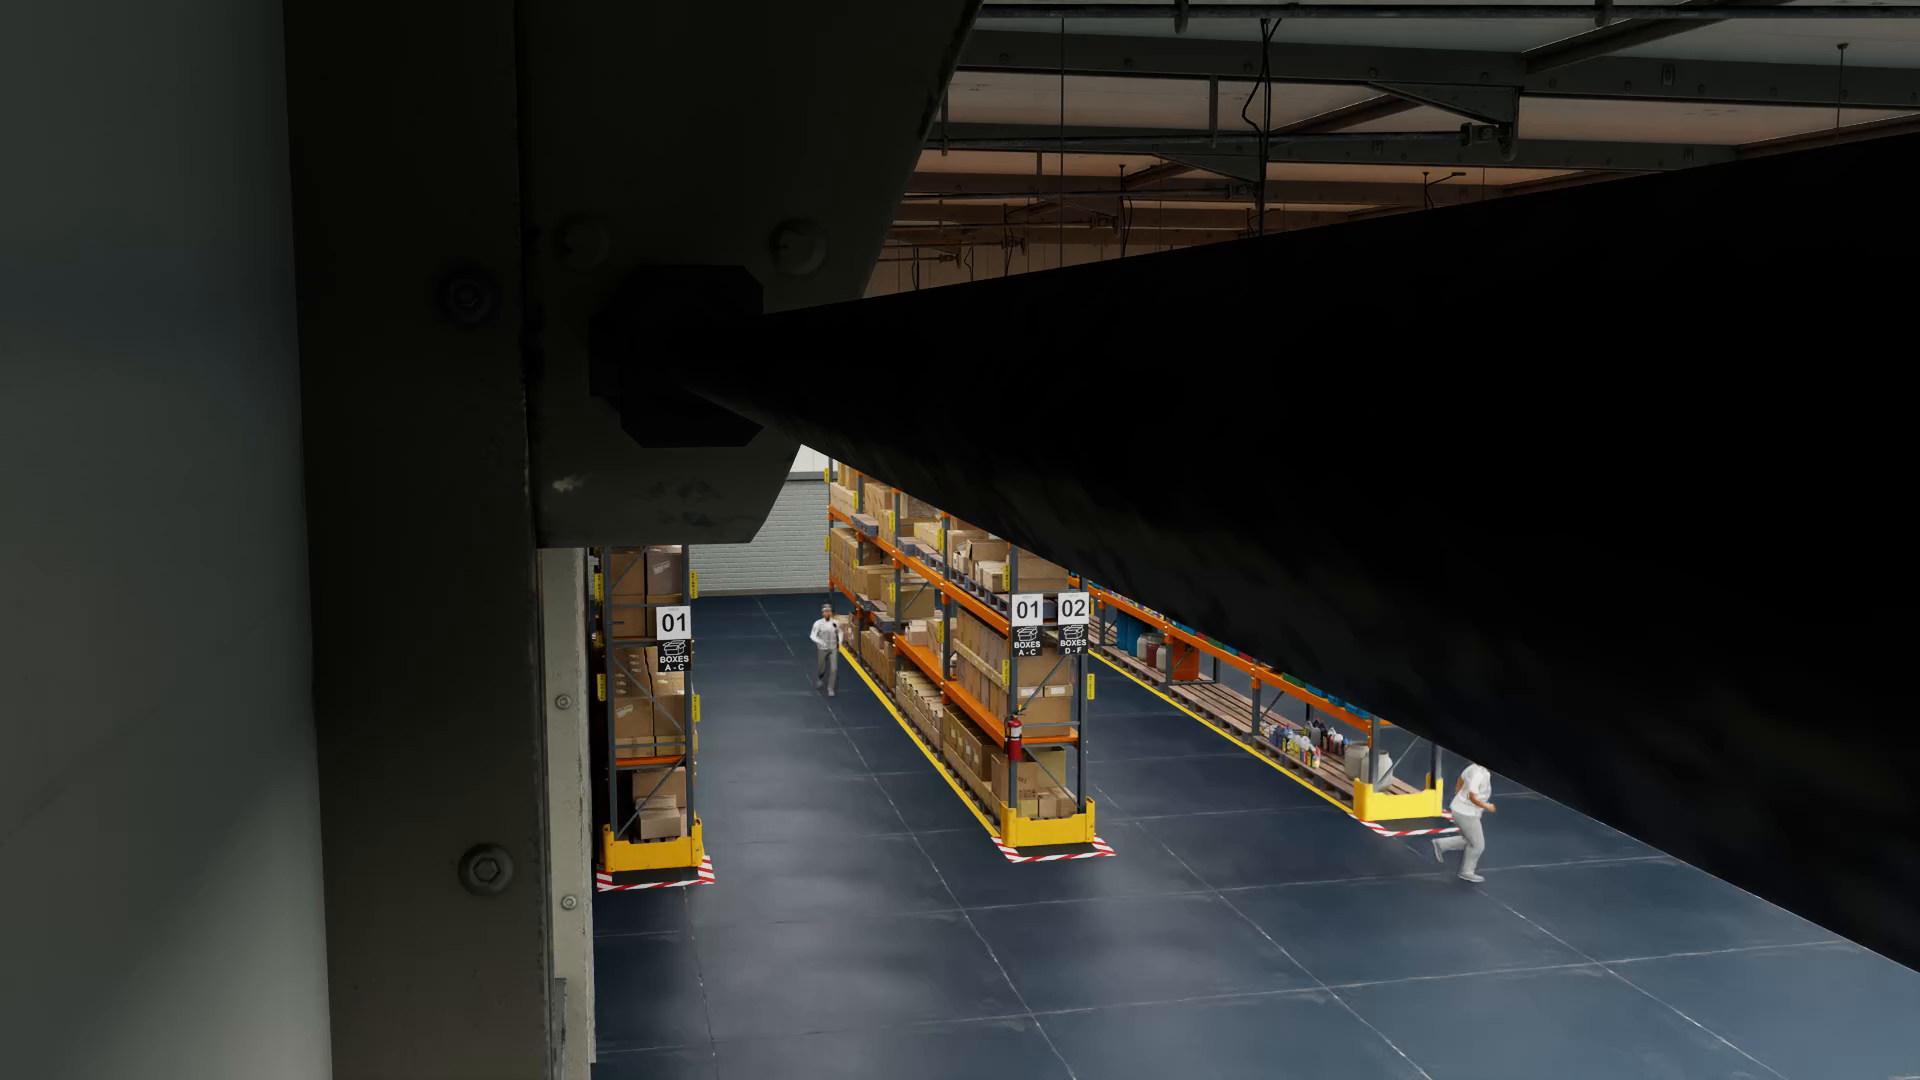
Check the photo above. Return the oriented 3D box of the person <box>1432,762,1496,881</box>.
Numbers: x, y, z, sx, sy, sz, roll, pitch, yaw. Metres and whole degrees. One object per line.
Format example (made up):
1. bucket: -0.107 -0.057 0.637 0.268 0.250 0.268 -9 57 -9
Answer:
1. person: 5.963 3.236 19.584 0.759 1.612 0.571 2 7 18

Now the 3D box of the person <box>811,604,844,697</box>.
1. person: -2.377 1.958 29.926 0.625 1.654 0.704 -2 7 -16

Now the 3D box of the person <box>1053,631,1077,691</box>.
1. person: 1.776 2.150 28.441 0.561 1.624 0.621 -3 7 -24
